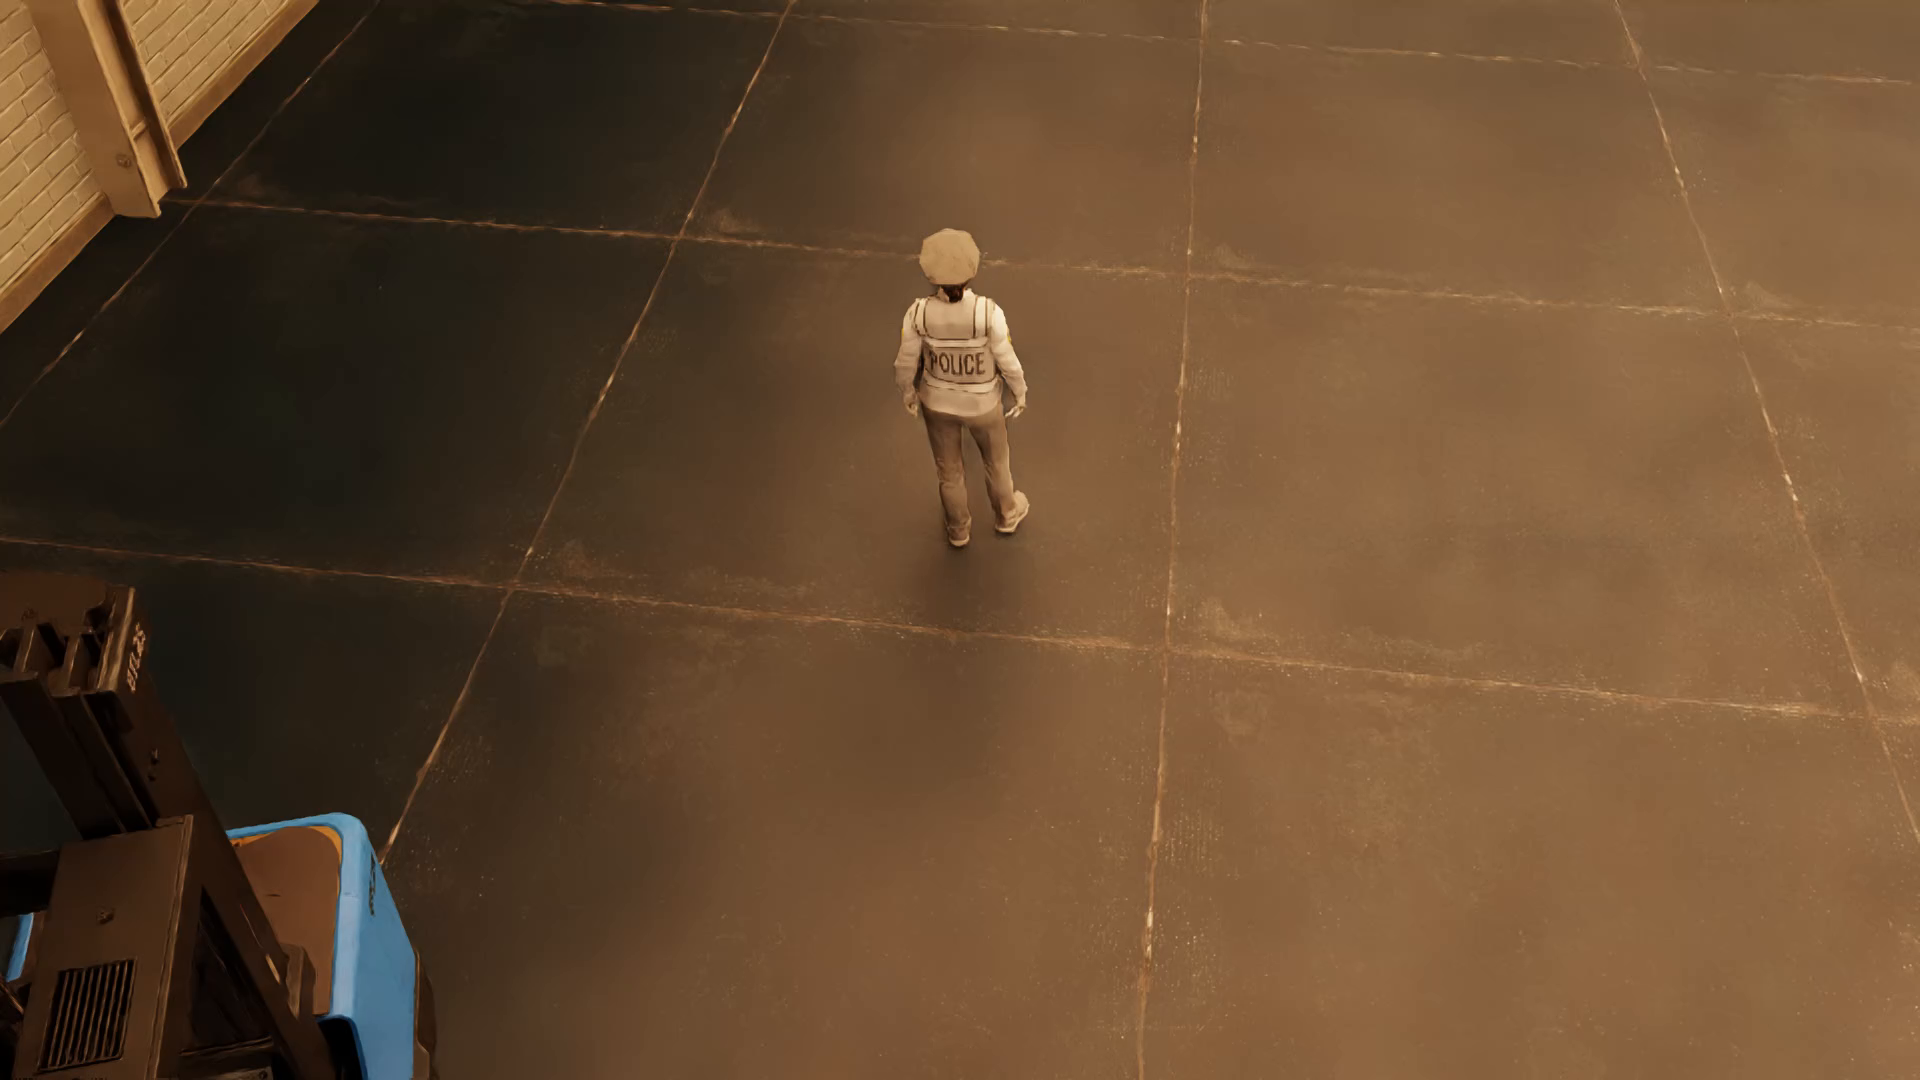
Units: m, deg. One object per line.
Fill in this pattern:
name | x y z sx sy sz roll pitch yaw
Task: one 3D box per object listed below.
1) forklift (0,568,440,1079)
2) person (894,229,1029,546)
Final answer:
forklift | -2.107 1.624 3.957 1.130 2.935 3.031 -8 43 -9
person | 0.016 -0.674 7.361 0.586 1.695 0.533 5 43 6
